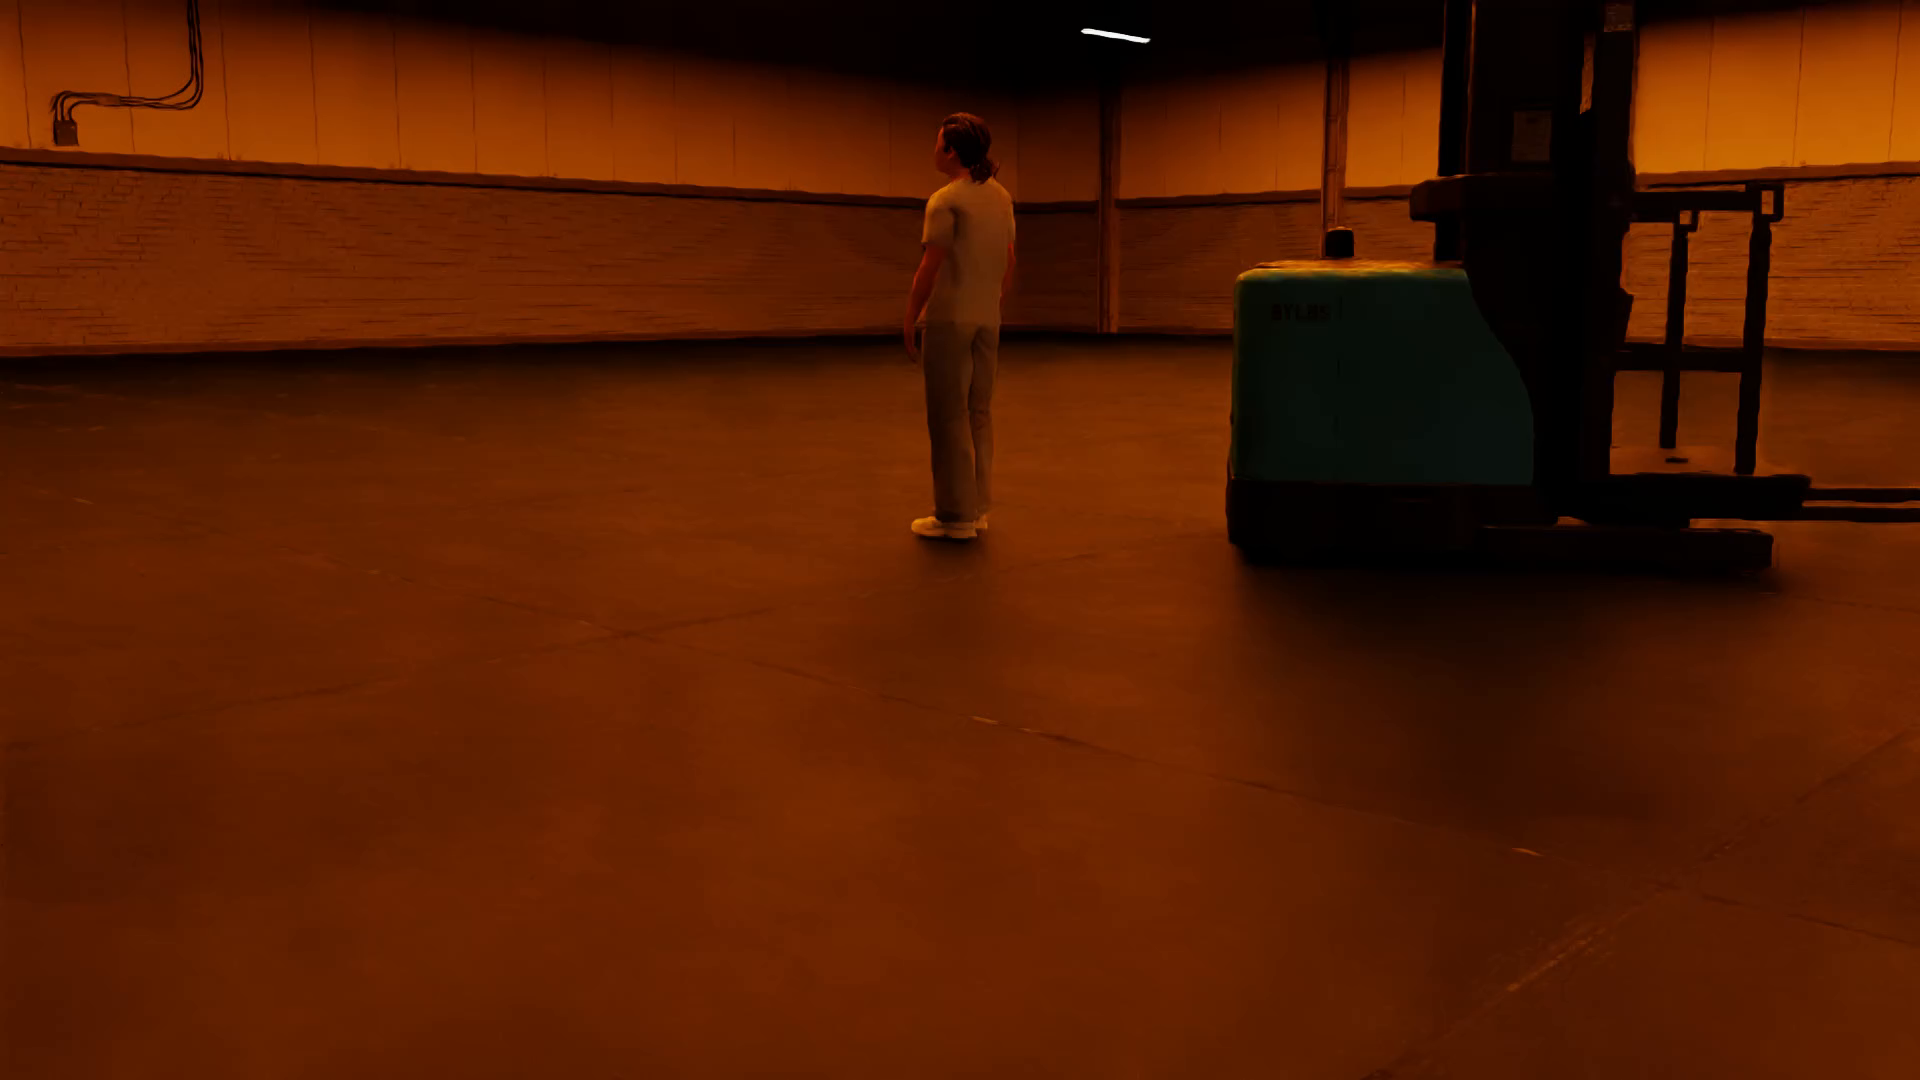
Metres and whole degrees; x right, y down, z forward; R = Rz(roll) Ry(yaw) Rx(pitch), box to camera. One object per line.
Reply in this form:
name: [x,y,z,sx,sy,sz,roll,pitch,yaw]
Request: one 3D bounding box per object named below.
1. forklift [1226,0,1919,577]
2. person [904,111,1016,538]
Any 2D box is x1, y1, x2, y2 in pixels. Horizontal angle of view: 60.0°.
forklift: [2.566,-1.405,6.204,3.031,2.935,1.130,1,9,8]
person: [-0.052,-0.835,6.661,0.526,1.652,0.550,8,12,43]
